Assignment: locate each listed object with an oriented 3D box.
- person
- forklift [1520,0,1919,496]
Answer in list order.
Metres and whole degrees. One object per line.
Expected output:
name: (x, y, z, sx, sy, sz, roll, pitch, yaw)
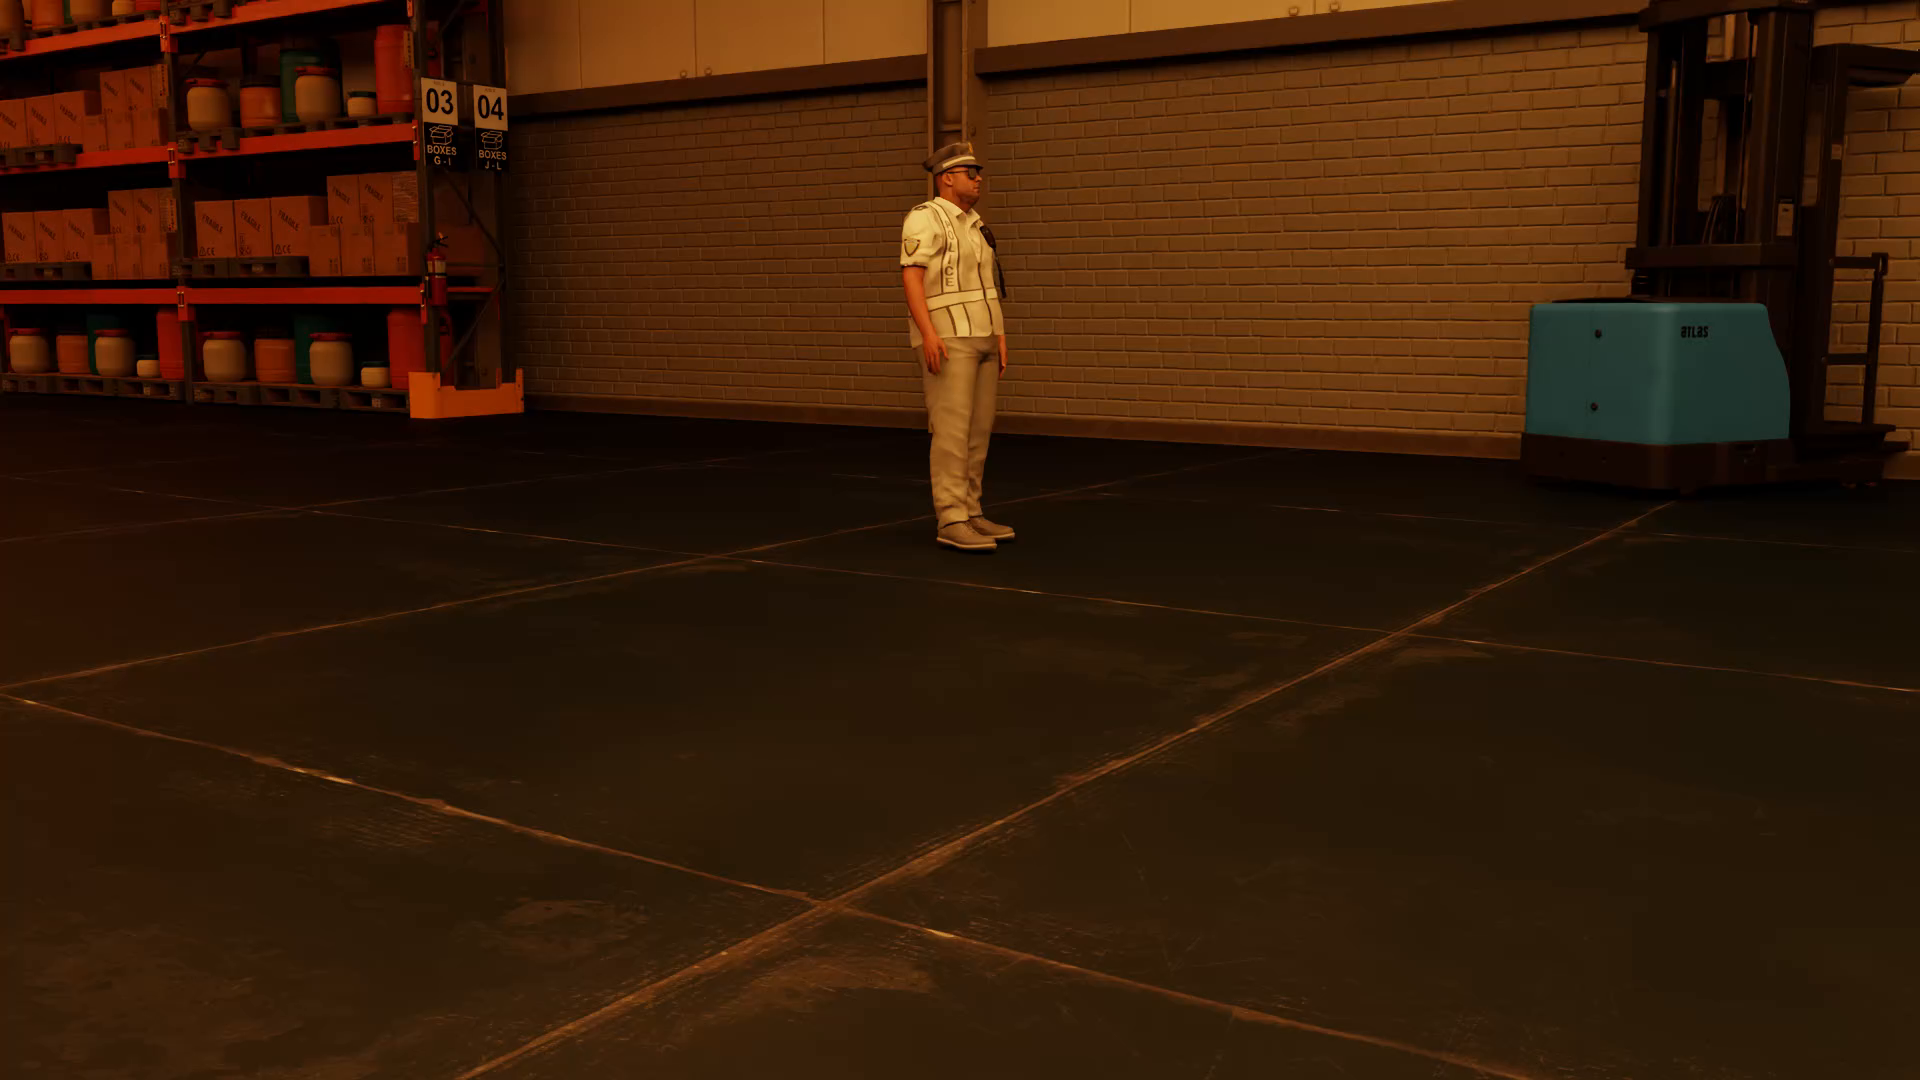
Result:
person: (0.058, -0.882, 7.424, 0.574, 1.780, 0.641, 5, 10, 34)
forklift: (4.872, -1.812, 9.935, 3.031, 2.935, 1.130, -4, 9, -27)
